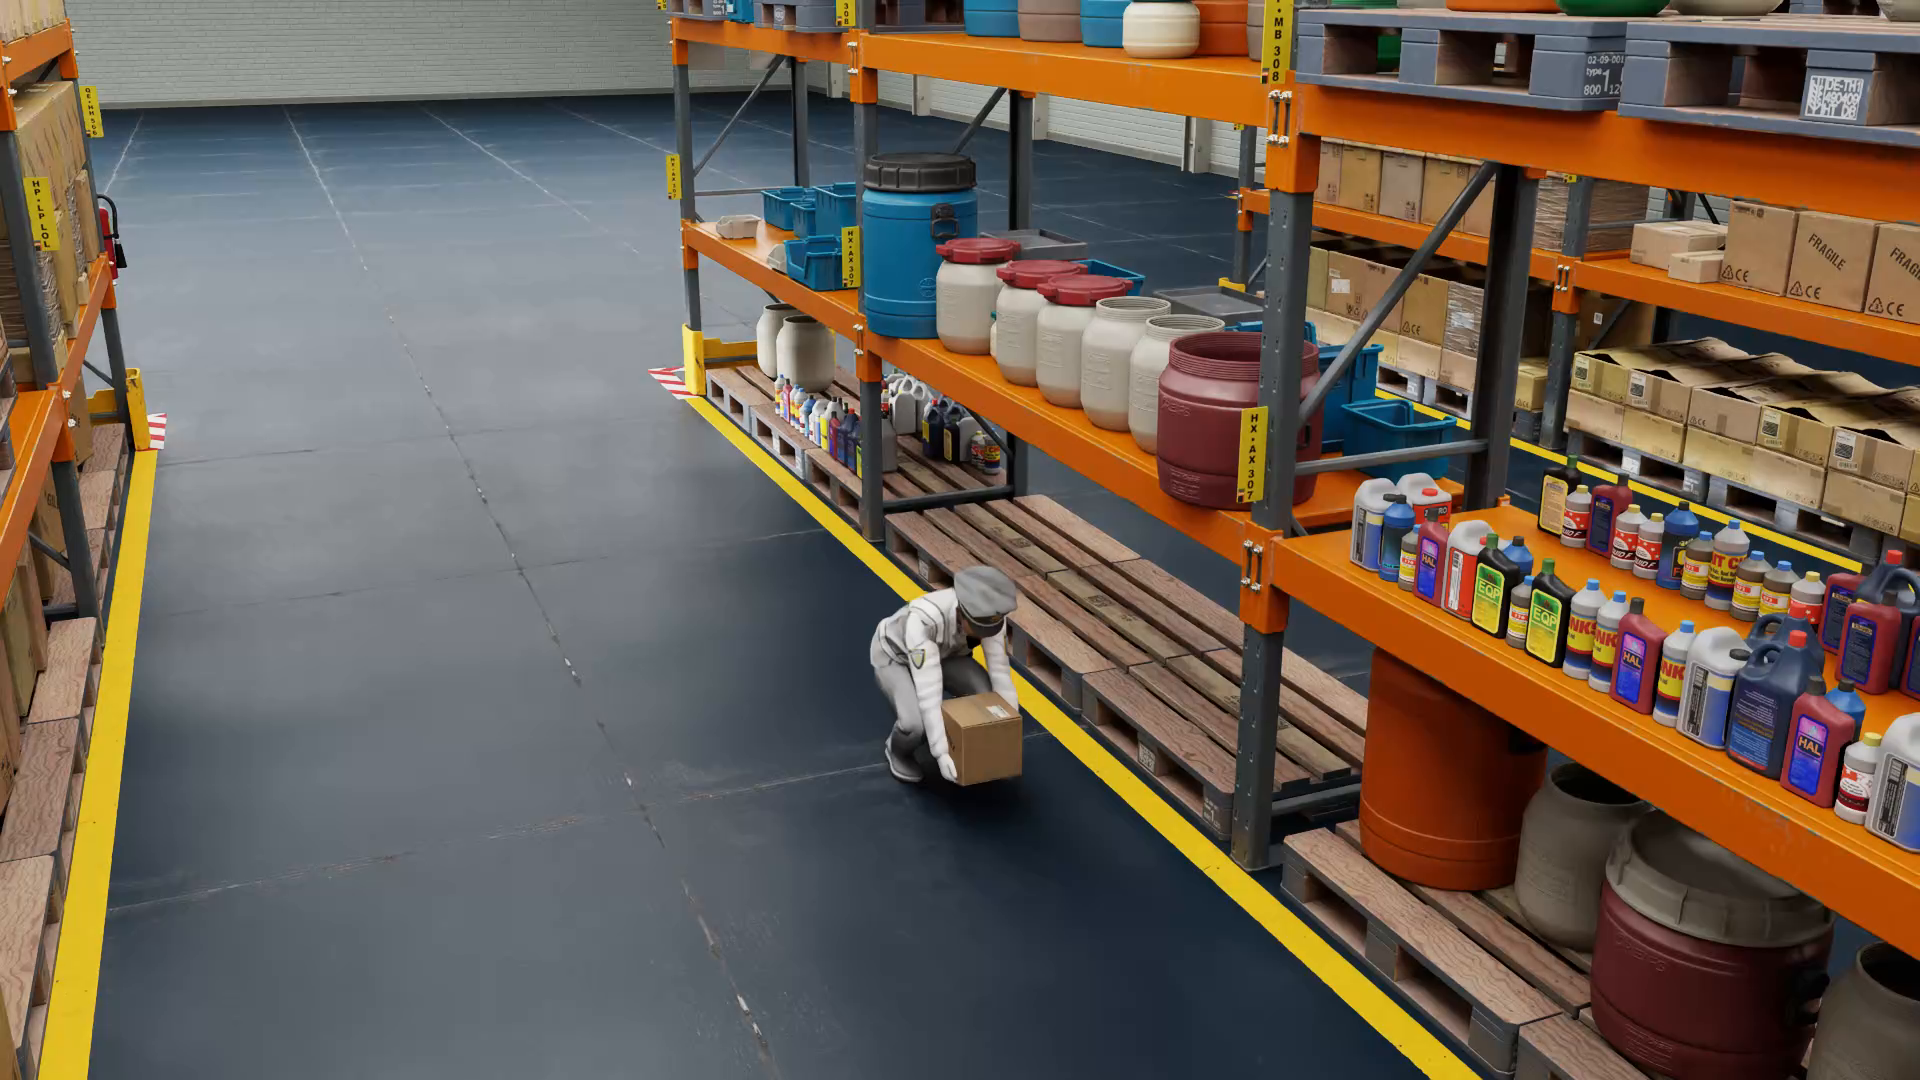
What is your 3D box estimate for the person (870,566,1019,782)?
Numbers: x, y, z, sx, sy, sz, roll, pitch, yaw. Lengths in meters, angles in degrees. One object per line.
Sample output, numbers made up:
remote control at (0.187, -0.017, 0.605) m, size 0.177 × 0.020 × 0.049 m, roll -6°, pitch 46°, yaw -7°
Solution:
person at (-0.054, 0.517, 6.635) m, size 0.466 × 0.981 × 0.842 m, roll -8°, pitch 21°, yaw -23°
